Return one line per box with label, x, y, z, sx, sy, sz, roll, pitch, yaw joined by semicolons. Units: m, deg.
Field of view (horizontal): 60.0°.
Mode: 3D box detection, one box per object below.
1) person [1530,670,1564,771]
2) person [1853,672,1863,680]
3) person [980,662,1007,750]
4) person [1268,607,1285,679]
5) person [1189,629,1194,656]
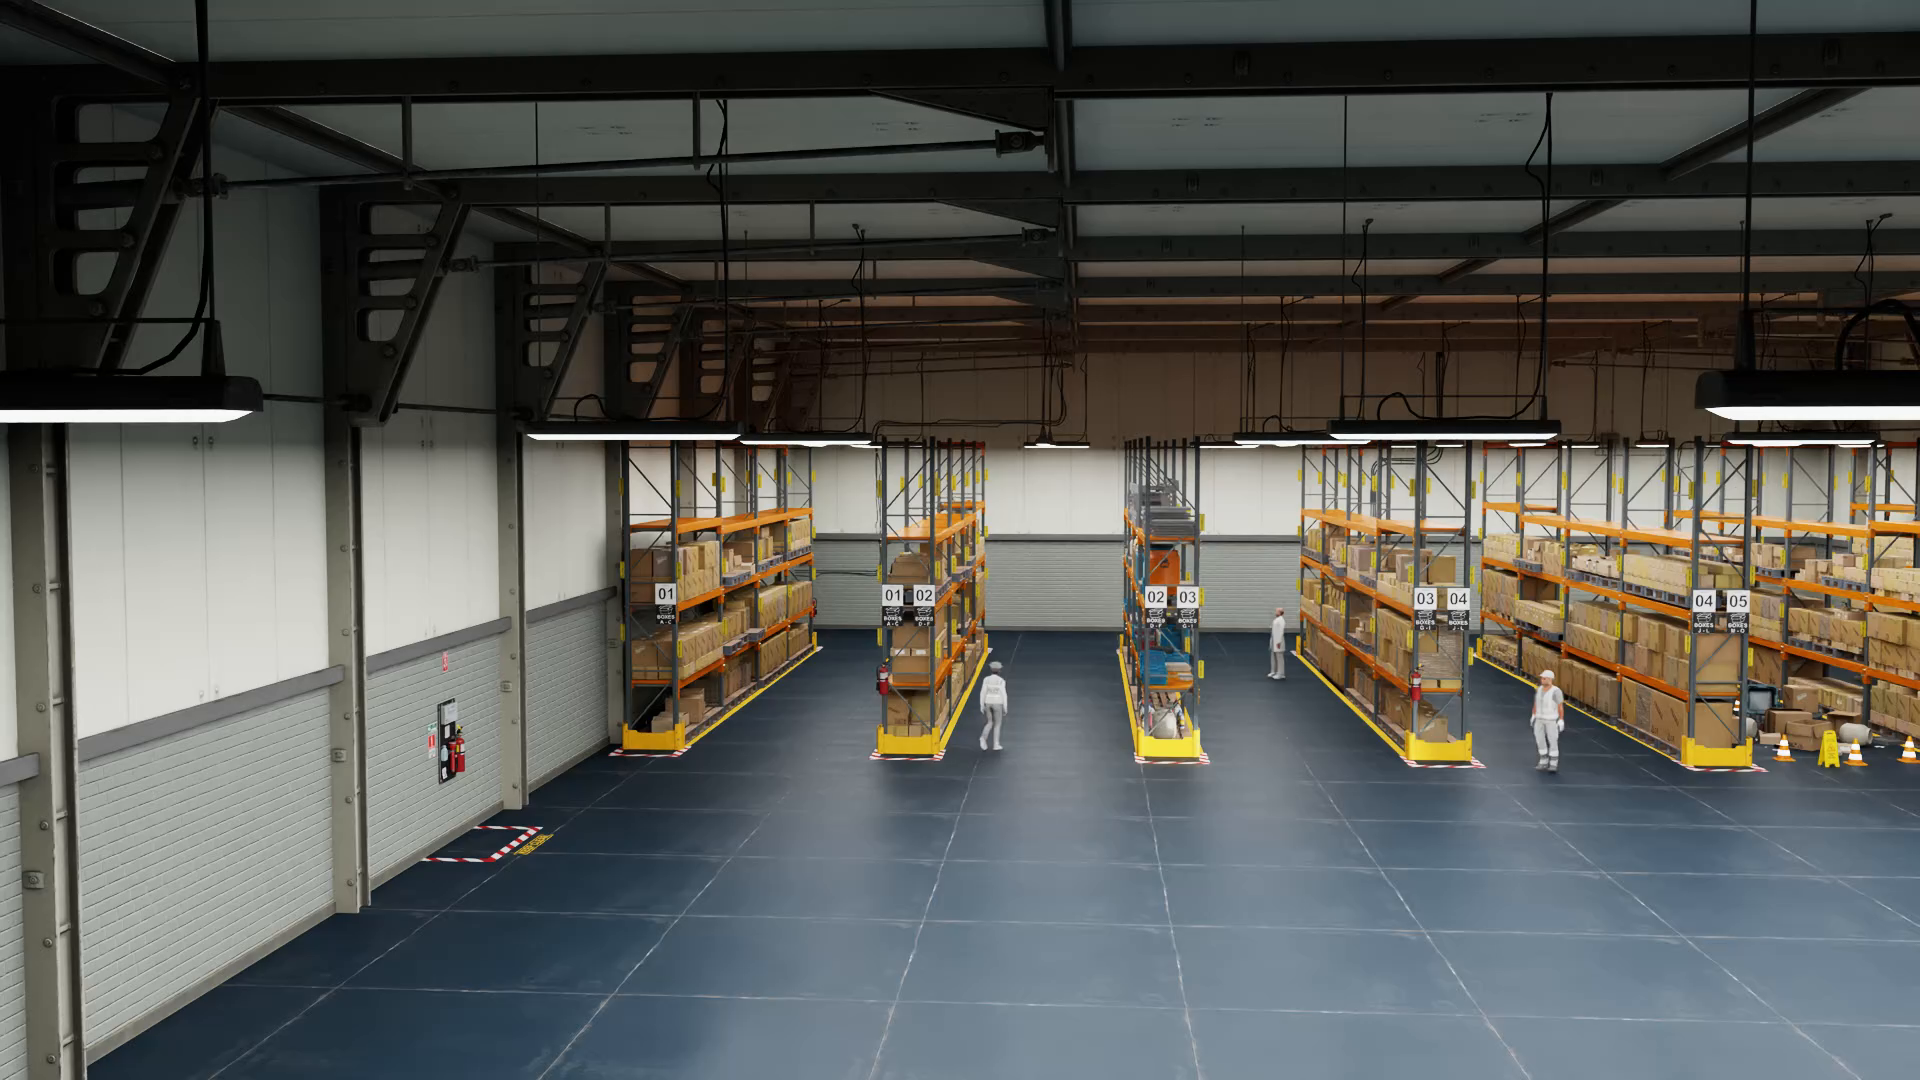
person;10.511;3.235;29.748;0.348;1.821;0.654;-2;4;-39
person;22.362;2.617;41.404;0.625;1.820;0.532;-1;3;-15
person;0.633;3.172;31.744;0.503;1.681;0.468;2;4;36
person;7.992;2.583;41.922;0.430;1.786;0.609;-1;3;-18
person;6.390;2.352;46.409;0.398;1.774;0.648;3;4;40
